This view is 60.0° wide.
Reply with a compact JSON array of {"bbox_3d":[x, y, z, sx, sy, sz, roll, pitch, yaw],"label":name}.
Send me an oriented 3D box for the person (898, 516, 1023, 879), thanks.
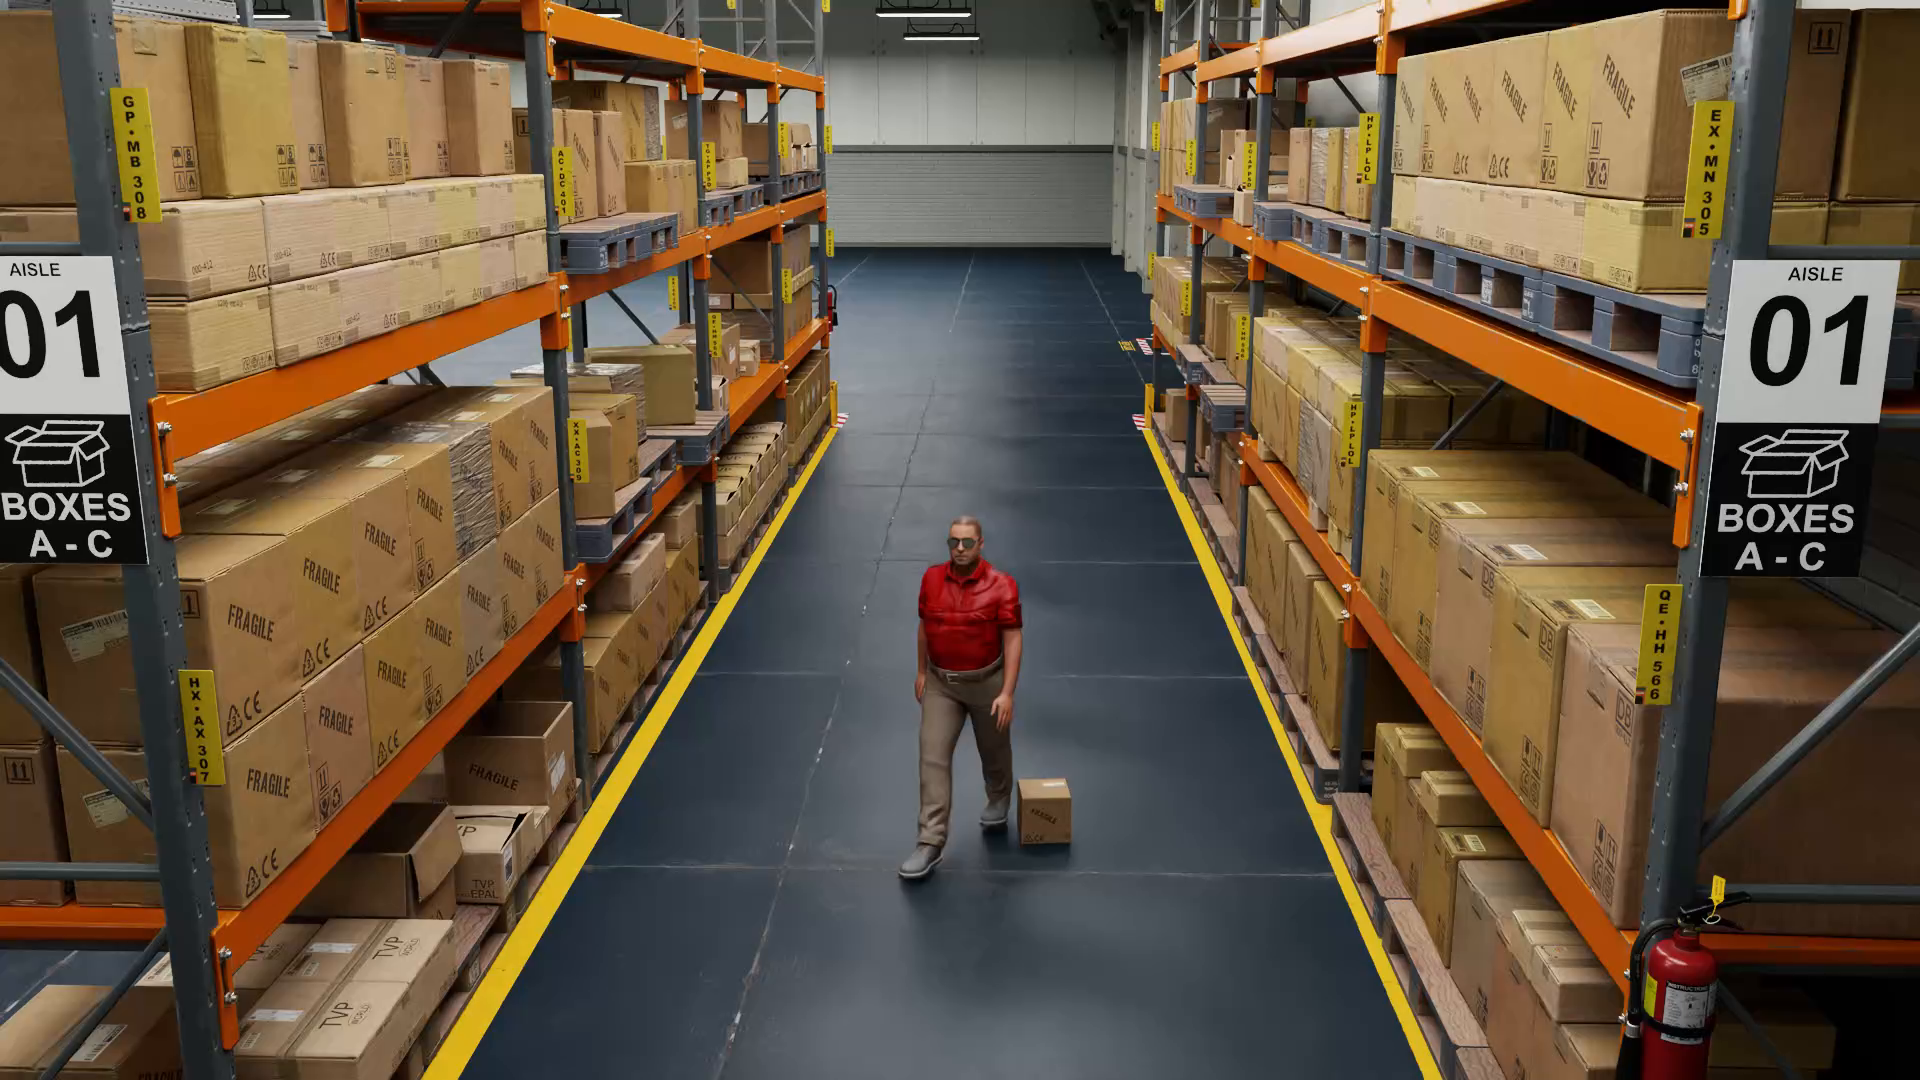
[{"bbox_3d":[0.007,0.710,8.106,0.602,1.660,1.038,4,14,16],"label":"person"}]
